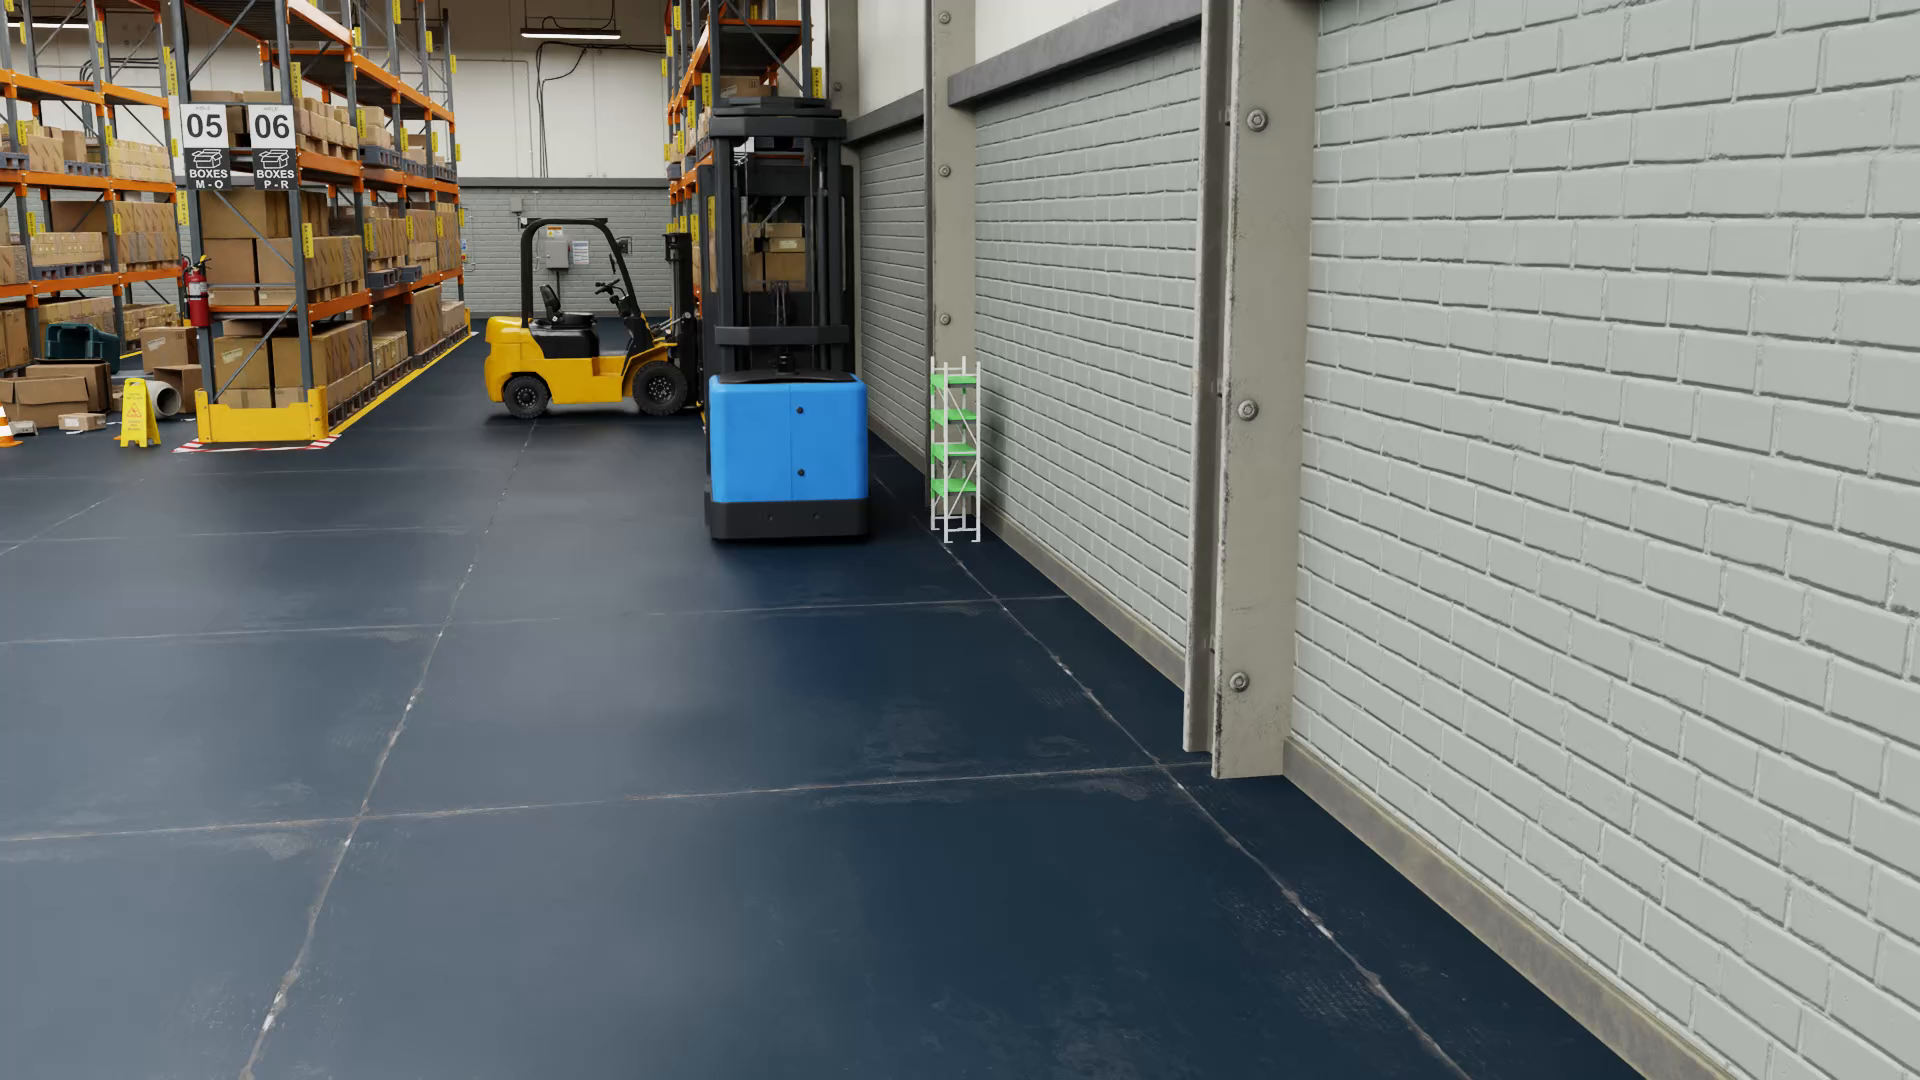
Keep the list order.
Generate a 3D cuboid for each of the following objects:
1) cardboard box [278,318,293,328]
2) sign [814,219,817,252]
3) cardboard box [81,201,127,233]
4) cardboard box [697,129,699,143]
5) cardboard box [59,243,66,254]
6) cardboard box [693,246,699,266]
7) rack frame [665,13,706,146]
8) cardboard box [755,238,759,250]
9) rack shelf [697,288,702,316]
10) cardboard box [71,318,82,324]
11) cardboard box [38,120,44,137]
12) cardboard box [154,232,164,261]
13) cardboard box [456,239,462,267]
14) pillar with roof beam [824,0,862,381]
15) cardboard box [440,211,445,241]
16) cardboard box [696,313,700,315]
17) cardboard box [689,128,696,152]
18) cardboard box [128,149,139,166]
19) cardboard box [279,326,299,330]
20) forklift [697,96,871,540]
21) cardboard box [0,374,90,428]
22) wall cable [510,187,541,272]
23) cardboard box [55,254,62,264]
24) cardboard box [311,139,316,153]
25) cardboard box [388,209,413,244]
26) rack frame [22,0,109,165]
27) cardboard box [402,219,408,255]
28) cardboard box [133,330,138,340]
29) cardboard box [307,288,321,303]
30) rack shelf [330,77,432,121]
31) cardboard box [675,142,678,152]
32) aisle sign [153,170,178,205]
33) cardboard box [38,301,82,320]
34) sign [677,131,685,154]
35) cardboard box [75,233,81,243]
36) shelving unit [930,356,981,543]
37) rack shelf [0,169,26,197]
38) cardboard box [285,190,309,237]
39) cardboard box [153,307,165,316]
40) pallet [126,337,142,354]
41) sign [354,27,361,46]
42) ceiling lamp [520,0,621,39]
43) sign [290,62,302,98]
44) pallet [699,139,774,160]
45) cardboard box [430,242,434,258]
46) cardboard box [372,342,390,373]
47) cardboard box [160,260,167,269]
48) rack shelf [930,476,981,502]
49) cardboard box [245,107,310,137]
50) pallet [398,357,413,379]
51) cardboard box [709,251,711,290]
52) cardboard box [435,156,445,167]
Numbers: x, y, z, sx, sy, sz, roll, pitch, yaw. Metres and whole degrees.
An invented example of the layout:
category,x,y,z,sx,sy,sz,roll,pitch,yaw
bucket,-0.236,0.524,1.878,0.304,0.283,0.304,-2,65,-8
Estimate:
category,x,y,z,sx,sy,sz,roll,pitch,yaw
cardboard box,-7.662,-2.447,18.523,0.380,0.149,0.250,-1,11,-8
sign,-1.443,-3.122,17.052,0.100,0.325,0.005,-2,11,-11
cardboard box,-13.875,-5.238,26.958,0.500,0.500,0.500,-2,11,-10
cardboard box,-2.977,-4.885,20.098,0.380,0.149,0.250,-2,11,-10
cardboard box,-13.398,-4.288,24.455,0.380,0.149,0.250,-2,11,-12
cardboard box,-3.220,-3.719,21.780,0.500,0.250,0.500,-2,11,-12
rack frame,-5.101,-8.521,31.896,1.000,3.000,0.127,-2,11,-11
cardboard box,-2.152,-3.408,19.079,0.380,0.149,0.250,-2,11,-13
rack shelf,-2.378,-2.652,19.034,1.077,0.370,4.000,-2,11,-11
cardboard box,-13.342,-3.030,24.656,0.500,0.500,0.500,-2,11,-12
cardboard box,-13.246,-5.849,23.569,0.396,0.266,0.258,-2,11,-11
cardboard box,-14.262,-5.129,29.057,0.500,0.500,0.500,-2,11,-11
cardboard box,-9.615,-5.363,31.082,0.500,0.500,0.500,-2,11,-11
pillar with roof beam,-5.463,-5.590,16.499,9.100,9.000,0.400,-2,11,-11
cardboard box,-9.138,-5.388,28.541,0.500,0.500,0.500,-2,11,-12
cardboard box,-3.302,-2.912,23.699,0.875,0.625,0.625,-2,11,-9
cardboard box,-3.445,-5.556,22.685,0.500,0.500,0.500,-2,11,-10
cardboard box,-14.061,-6.387,27.773,0.500,0.250,0.500,-2,11,-10
cardboard box,-7.570,-2.104,18.456,0.500,0.500,0.500,-2,11,-8
forklift,-1.335,-1.667,12.114,1.130,2.935,3.031,-2,11,-9
cardboard box,-9.682,-1.462,17.530,0.637,0.503,0.797,9,14,38
wall cable,-9.699,-6.979,37.122,0.588,1.984,0.122,-2,11,-11
cardboard box,-13.351,-4.096,24.242,0.380,0.149,0.250,-2,11,-9
cardboard box,-6.887,-4.068,17.199,0.380,0.149,0.250,-2,11,-13
cardboard box,-8.269,-4.565,24.216,0.500,0.500,0.500,-2,11,-13
rack frame,-14.027,-7.407,26.047,1.000,3.000,0.127,-2,11,-11
cardboard box,-8.052,-4.253,23.335,0.500,0.500,0.500,-2,11,-13
cardboard box,-13.834,-3.393,27.504,0.380,0.149,0.250,-2,11,-9
cardboard box,-6.755,-2.502,16.990,0.380,0.149,0.250,-2,11,-13
rack shelf,-8.802,-6.689,25.267,1.077,0.370,4.000,-2,11,-11
cardboard box,-4.338,-6.241,26.425,0.380,0.149,0.250,-2,11,-11
aisle sign,-14.524,-6.495,30.347,0.394,0.787,0.004,-2,11,-11
cardboard box,-13.328,-3.393,24.556,0.500,0.250,0.500,-2,11,-11
sign,-4.077,-5.814,24.318,0.100,0.325,0.005,-2,11,-11
cardboard box,-13.560,-4.579,25.188,0.380,0.149,0.250,-2,11,-13
shelving unit,-0.032,-0.620,11.244,0.258,1.200,0.503,-2,11,-11
rack shelf,-12.860,-4.480,20.613,1.077,0.370,4.000,-2,11,-11
cardboard box,-7.422,-3.509,17.876,0.700,0.500,0.500,-2,11,-11
cardboard box,-14.190,-4.016,29.184,0.380,0.149,0.250,-2,11,-9
pallet,-14.192,-3.212,27.509,1.003,0.211,1.213,-2,11,-11
sign,-9.740,-8.127,26.905,0.100,0.325,0.005,-2,11,-11
ceiling lamp,-7.906,-11.795,33.489,2.000,3.185,0.800,-2,11,-11
sign,-6.325,-4.381,15.829,0.100,0.325,0.005,-2,11,-11
pallet,-2.575,-4.647,19.805,1.003,0.211,1.213,-2,11,-11
cardboard box,-8.762,-4.667,26.760,0.500,0.250,0.500,-2,11,-10
cardboard box,-7.882,-2.335,21.346,0.950,0.372,0.625,-1,11,-7
cardboard box,-14.316,-4.883,29.499,0.380,0.149,0.250,-2,11,-9
rack shelf,-0.032,-0.321,11.301,0.258,0.148,0.480,-2,11,-11
cardboard box,-6.693,-4.106,16.329,0.500,0.250,0.500,-2,11,-12
pallet,-8.262,-2.412,23.304,1.003,0.211,1.213,-2,11,-11
cardboard box,-2.534,-2.958,18.450,0.500,0.500,0.500,-2,11,-12
cardboard box,-9.793,-6.968,30.774,0.500,0.250,0.500,-3,11,-16
